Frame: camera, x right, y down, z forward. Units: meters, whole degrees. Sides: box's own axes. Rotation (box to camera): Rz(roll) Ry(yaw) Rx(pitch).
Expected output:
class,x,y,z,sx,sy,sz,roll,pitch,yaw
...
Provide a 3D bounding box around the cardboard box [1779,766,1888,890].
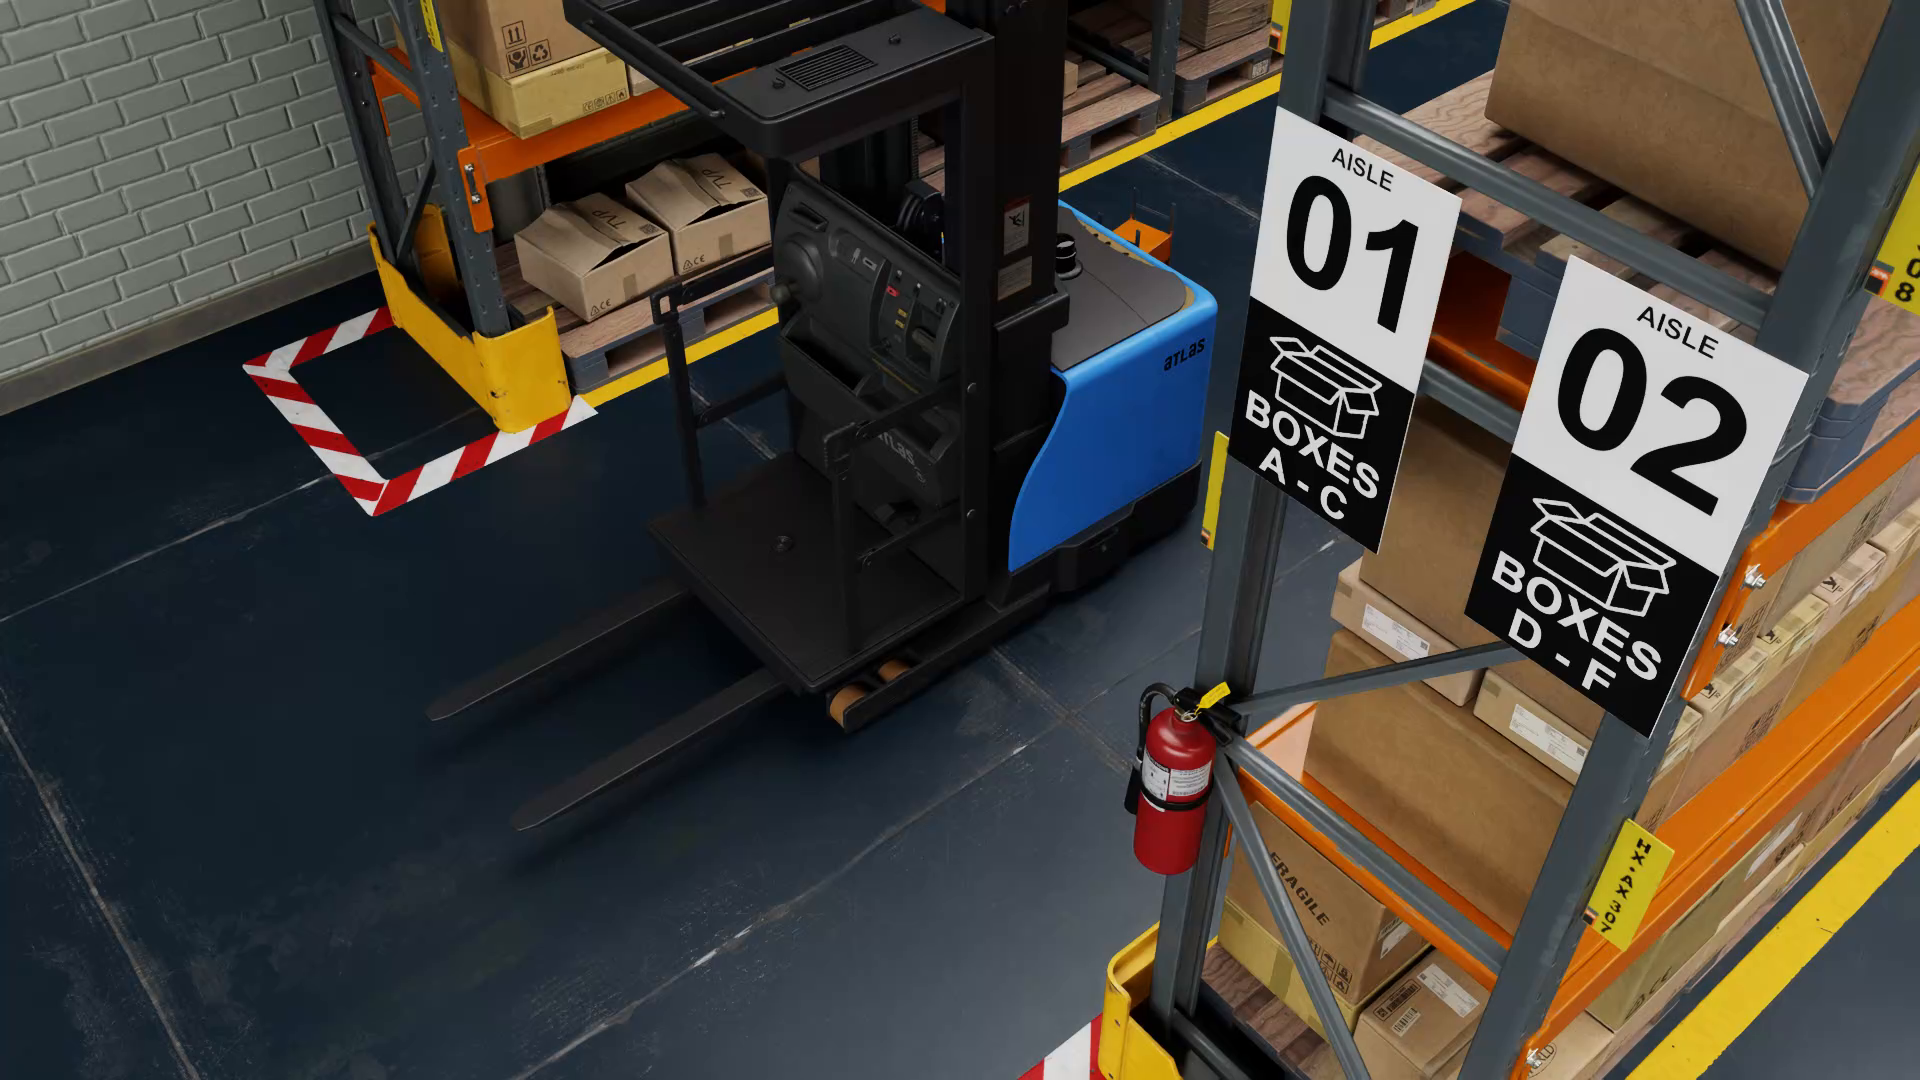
class,x,y,z,sx,sy,sz,roll,pitch,yaw
cardboard box,2.623,0.783,5.427,0.500,0.250,0.500,-30,51,-28

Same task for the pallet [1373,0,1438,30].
class,x,y,z,sx,sy,sz,roll,pitch,yaw
pallet,2.337,-3.511,10.334,1.213,0.211,1.003,-30,51,-28

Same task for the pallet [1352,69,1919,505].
class,x,y,z,sx,sy,sz,roll,pitch,yaw
pallet,1.476,-0.647,3.122,1.213,0.211,1.003,-30,51,-28

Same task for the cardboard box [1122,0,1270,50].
class,x,y,z,sx,sy,sz,roll,pitch,yaw
cardboard box,1.358,-3.227,9.499,0.500,0.500,0.700,-28,50,-27

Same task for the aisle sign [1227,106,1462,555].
class,x,y,z,sx,sy,sz,roll,pitch,yaw
aisle sign,0.678,-0.362,3.046,0.004,0.787,0.394,-30,51,-28

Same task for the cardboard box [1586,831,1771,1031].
class,x,y,z,sx,sy,sz,roll,pitch,yaw
cardboard box,1.853,0.947,4.704,0.500,0.500,0.500,-30,51,-28

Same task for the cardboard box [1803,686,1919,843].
class,x,y,z,sx,sy,sz,roll,pitch,yaw
cardboard box,2.623,0.511,5.169,0.500,0.500,0.500,-30,51,-28

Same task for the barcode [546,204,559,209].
class,x,y,z,sx,sy,sz,roll,pitch,yaw
barcode,-1.918,-1.547,7.842,0.075,0.075,0.001,-30,51,-28

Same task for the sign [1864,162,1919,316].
class,x,y,z,sx,sy,sz,roll,pitch,yaw
sign,1.268,-0.436,2.136,0.005,0.325,0.100,-30,51,-28

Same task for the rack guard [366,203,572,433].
class,x,y,z,sx,sy,sz,roll,pitch,yaw
rack guard,-2.206,-1.011,7.461,0.348,0.500,1.175,-30,51,-28

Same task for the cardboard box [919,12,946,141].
class,x,y,z,sx,sy,sz,roll,pitch,yaw
cardboard box,0.034,-2.418,8.638,0.500,0.500,0.500,-34,53,-31

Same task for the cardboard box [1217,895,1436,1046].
class,x,y,z,sx,sy,sz,roll,pitch,yaw
cardboard box,1.139,1.169,5.016,0.500,0.250,0.500,-30,51,-28

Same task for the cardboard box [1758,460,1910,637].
class,x,y,z,sx,sy,sz,roll,pitch,yaw
cardboard box,1.724,-0.254,3.809,0.500,0.500,0.700,-31,51,-29

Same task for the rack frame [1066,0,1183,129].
class,x,y,z,sx,sy,sz,roll,pitch,yaw
rack frame,0.804,-3.646,8.441,0.127,3.000,1.000,-30,51,-28

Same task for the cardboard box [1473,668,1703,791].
class,x,y,z,sx,sy,sz,roll,pitch,yaw
cardboard box,1.356,0.379,3.609,0.250,0.149,0.380,-30,51,-28

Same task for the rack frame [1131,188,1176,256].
class,x,y,z,sx,sy,sz,roll,pitch,yaw
rack frame,0.783,-1.001,7.048,0.200,1.050,0.008,29,51,28

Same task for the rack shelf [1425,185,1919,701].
class,x,y,z,sx,sy,sz,roll,pitch,yaw
rack shelf,2.451,-0.999,3.957,4.000,0.370,1.077,-30,51,-28

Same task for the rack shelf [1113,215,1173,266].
class,x,y,z,sx,sy,sz,roll,pitch,yaw
rack shelf,0.705,-1.135,6.793,0.215,0.259,0.240,29,51,28

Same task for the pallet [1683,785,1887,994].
class,x,y,z,sx,sy,sz,roll,pitch,yaw
pallet,2.412,0.836,5.705,1.213,0.211,1.003,-30,51,-28

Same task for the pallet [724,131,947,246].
class,x,y,z,sx,sy,sz,roll,pitch,yaw
pallet,-0.625,-1.777,8.488,1.213,0.211,1.003,-30,51,-28

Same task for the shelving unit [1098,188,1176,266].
class,x,y,z,sx,sy,sz,roll,pitch,yaw
shelving unit,0.705,-0.936,6.980,0.215,1.050,0.252,29,51,28

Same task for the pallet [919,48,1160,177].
class,x,y,z,sx,sy,sz,roll,pitch,yaw
pallet,0.312,-2.316,9.061,1.213,0.211,1.003,-30,51,-28

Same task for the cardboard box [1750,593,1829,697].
class,x,y,z,sx,sy,sz,roll,pitch,yaw
cardboard box,1.749,0.152,3.850,0.250,0.149,0.380,-30,51,-28

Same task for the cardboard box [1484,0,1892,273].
class,x,y,z,sx,sy,sz,roll,pitch,yaw
cardboard box,1.360,-0.874,2.814,0.637,0.503,0.797,-26,49,-25

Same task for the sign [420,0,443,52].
class,x,y,z,sx,sy,sz,roll,pitch,yaw
sign,-1.916,-1.919,5.970,0.005,0.325,0.100,-30,51,-28

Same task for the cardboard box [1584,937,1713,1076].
class,x,y,z,sx,sy,sz,roll,pitch,yaw
cardboard box,1.852,1.220,4.962,0.500,0.250,0.500,-30,51,-28

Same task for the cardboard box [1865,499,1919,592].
class,x,y,z,sx,sy,sz,roll,pitch,yaw
cardboard box,2.147,-0.076,4.093,0.250,0.149,0.380,-32,52,-29

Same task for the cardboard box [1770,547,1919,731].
class,x,y,z,sx,sy,sz,roll,pitch,yaw
cardboard box,2.068,0.028,4.456,0.500,0.500,0.700,-29,51,-28

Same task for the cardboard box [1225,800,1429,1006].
class,x,y,z,sx,sy,sz,roll,pitch,yaw
cardboard box,1.137,0.895,4.760,0.500,0.500,0.500,-30,51,-28

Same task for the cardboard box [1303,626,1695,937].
class,x,y,z,sx,sy,sz,roll,pitch,yaw
cardboard box,1.283,0.476,3.979,0.500,0.500,0.700,-30,51,-28

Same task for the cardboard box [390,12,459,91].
class,x,y,z,sx,sy,sz,roll,pitch,yaw
cardboard box,-2.030,-2.148,6.941,0.500,0.250,0.500,-29,50,-27

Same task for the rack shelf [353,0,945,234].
class,x,y,z,sx,sy,sz,roll,pitch,yaw
rack shelf,-0.730,-2.505,7.752,4.000,0.370,1.077,-30,51,-28

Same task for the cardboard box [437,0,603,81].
class,x,y,z,sx,sy,sz,roll,pitch,yaw
cardboard box,-1.705,-2.167,6.413,0.500,0.500,0.500,-30,51,-28

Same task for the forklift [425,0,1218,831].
class,x,y,z,sx,sy,sz,roll,pitch,yaw
forklift,-0.486,-0.794,5.454,3.031,2.935,1.130,-30,51,-28

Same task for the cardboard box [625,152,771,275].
class,x,y,z,sx,sy,sz,roll,pitch,yaw
cardboard box,-1.238,-1.576,7.880,0.500,0.311,0.500,-26,49,-25

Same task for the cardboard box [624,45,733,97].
class,x,y,z,sx,sy,sz,roll,pitch,yaw
cardboard box,-1.297,-2.125,6.916,0.500,0.250,0.500,-31,52,-29

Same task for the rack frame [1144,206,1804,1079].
class,x,y,z,sx,sy,sz,roll,pitch,yaw
rack frame,0.917,0.711,3.802,0.127,3.000,1.000,-30,51,-28
